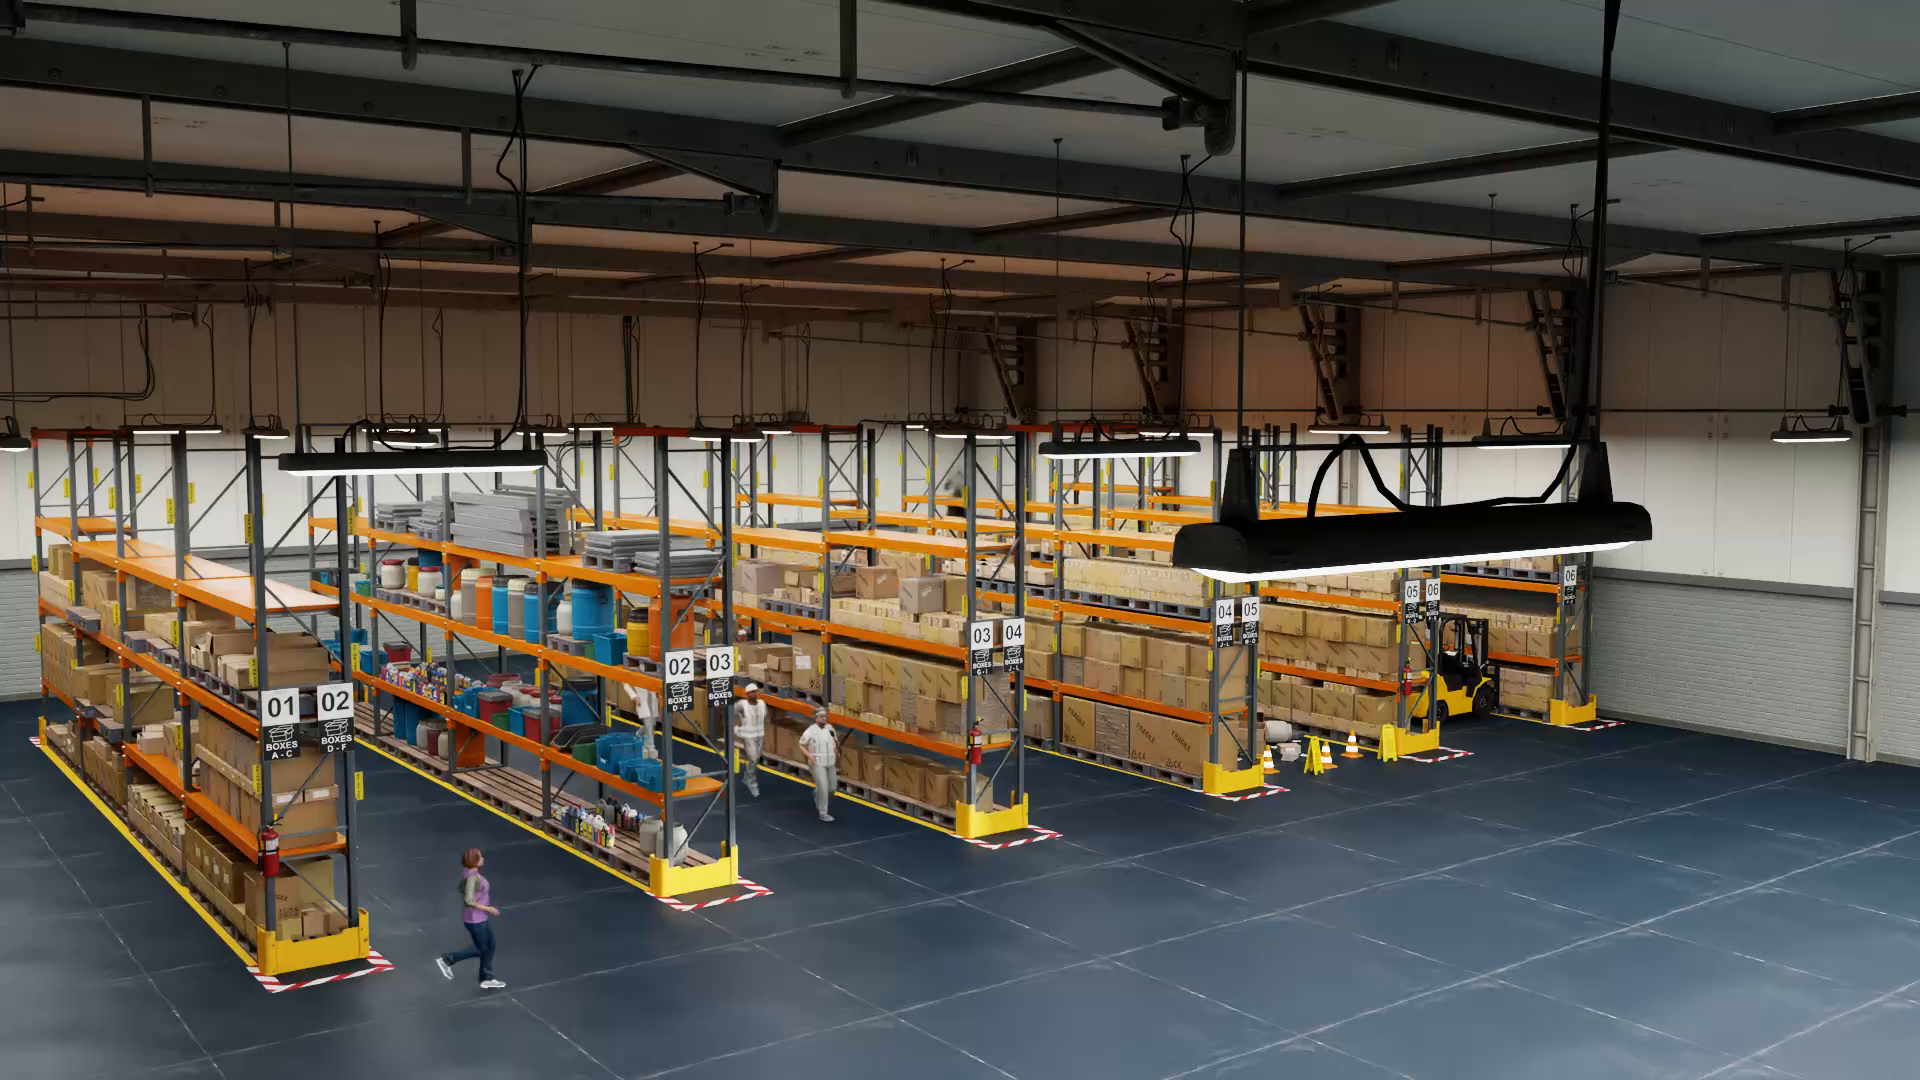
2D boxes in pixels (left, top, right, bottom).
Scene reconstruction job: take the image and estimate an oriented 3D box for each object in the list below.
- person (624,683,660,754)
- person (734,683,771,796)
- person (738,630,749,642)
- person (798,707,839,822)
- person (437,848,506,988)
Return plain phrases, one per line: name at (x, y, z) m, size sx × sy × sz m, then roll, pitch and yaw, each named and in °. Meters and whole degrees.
person at (-5.804, 3.040, 30.642) m, size 0.720 × 1.761 × 0.882 m, roll -4°, pitch 6°, yaw -40°
person at (-3.423, 3.287, 27.480) m, size 0.660 × 1.839 × 0.715 m, roll -4°, pitch 6°, yaw -40°
person at (-4.487, 2.732, 34.532) m, size 0.632 × 1.741 × 0.620 m, roll -4°, pitch 6°, yaw -44°
person at (-2.156, 3.439, 25.742) m, size 0.670 × 1.738 × 0.730 m, roll -3°, pitch 5°, yaw -35°
person at (-5.332, 4.132, 18.112) m, size 0.716 × 1.579 × 0.548 m, roll -1°, pitch 5°, yaw -15°
